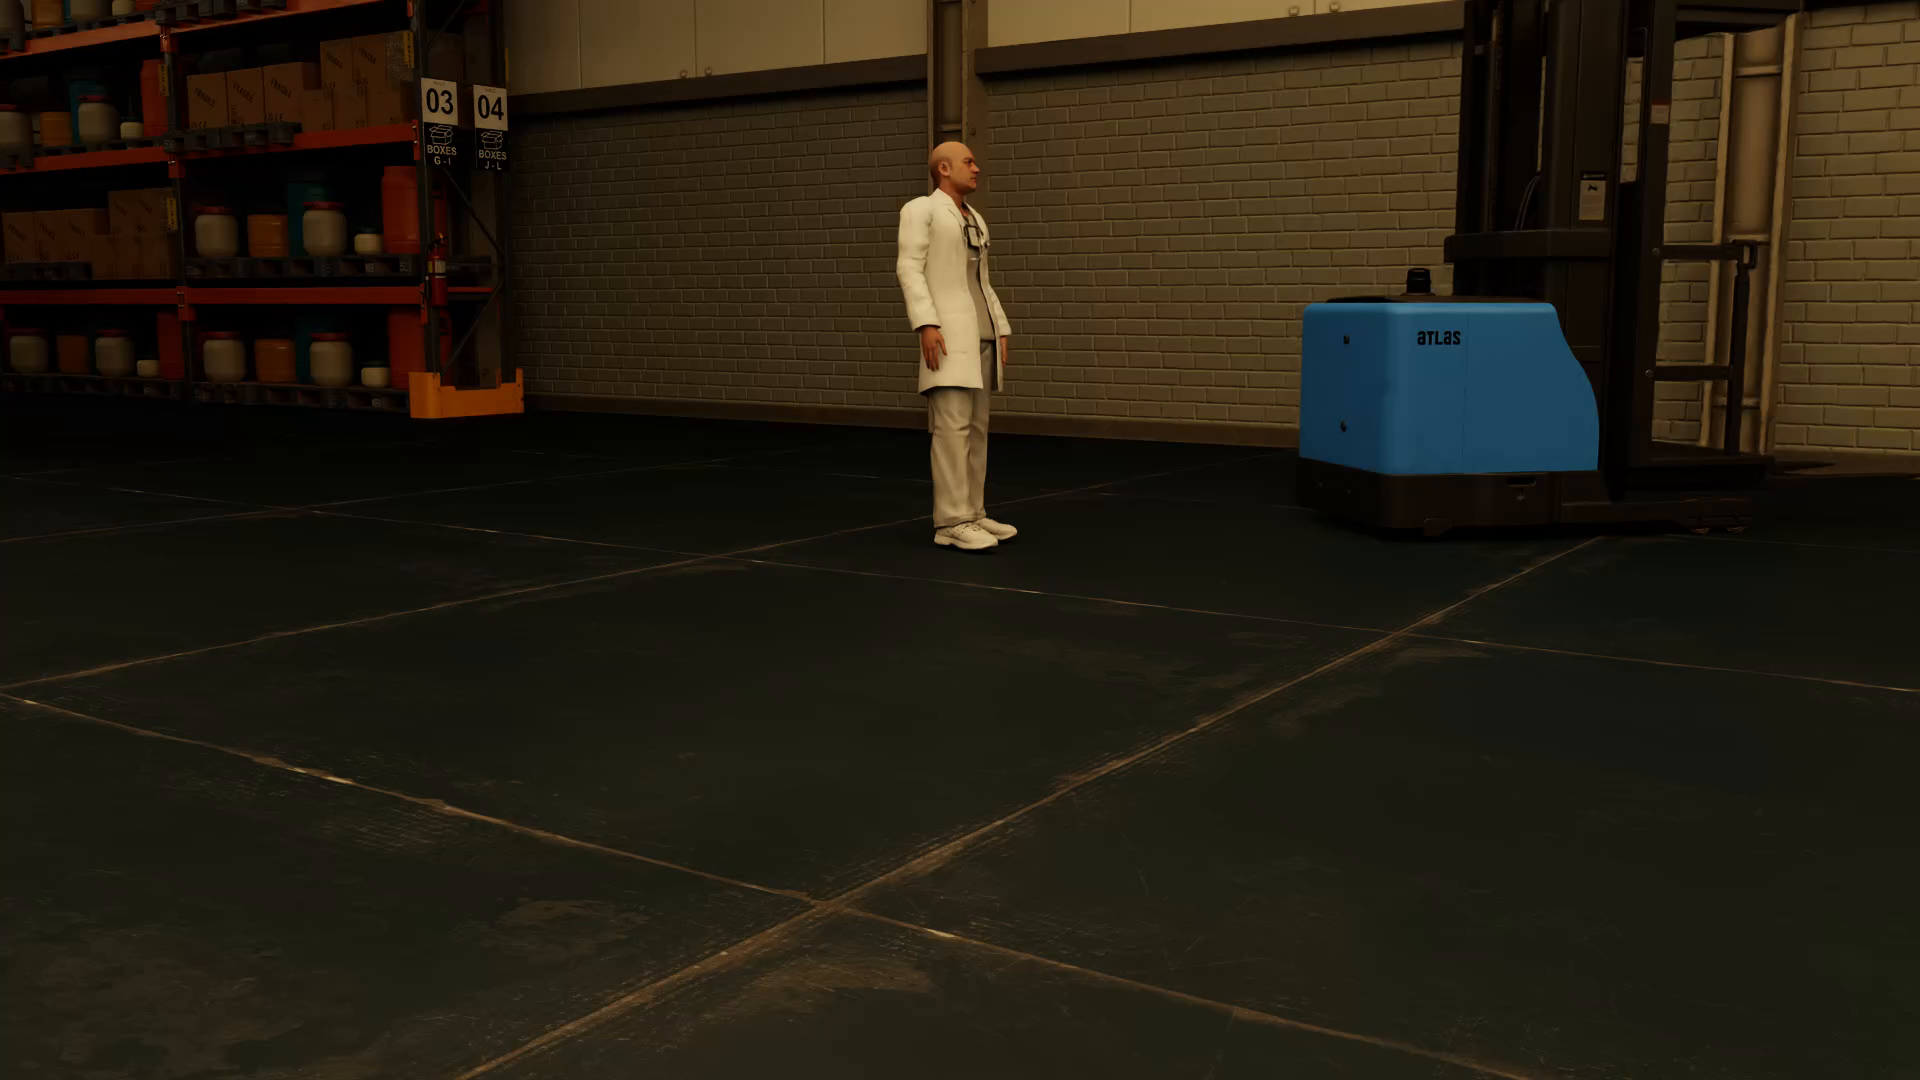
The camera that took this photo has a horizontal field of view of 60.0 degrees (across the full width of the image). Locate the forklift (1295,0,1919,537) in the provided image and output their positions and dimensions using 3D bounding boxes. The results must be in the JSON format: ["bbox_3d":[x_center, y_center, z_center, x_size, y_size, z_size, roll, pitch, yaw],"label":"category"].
[{"bbox_3d":[3.258,-1.549,8.087,3.031,2.935,1.130,-2,8,-13],"label":"forklift"}]

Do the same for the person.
[{"bbox_3d":[0.074,-0.879,7.424,0.577,1.779,0.698,5,10,34],"label":"person"}]
